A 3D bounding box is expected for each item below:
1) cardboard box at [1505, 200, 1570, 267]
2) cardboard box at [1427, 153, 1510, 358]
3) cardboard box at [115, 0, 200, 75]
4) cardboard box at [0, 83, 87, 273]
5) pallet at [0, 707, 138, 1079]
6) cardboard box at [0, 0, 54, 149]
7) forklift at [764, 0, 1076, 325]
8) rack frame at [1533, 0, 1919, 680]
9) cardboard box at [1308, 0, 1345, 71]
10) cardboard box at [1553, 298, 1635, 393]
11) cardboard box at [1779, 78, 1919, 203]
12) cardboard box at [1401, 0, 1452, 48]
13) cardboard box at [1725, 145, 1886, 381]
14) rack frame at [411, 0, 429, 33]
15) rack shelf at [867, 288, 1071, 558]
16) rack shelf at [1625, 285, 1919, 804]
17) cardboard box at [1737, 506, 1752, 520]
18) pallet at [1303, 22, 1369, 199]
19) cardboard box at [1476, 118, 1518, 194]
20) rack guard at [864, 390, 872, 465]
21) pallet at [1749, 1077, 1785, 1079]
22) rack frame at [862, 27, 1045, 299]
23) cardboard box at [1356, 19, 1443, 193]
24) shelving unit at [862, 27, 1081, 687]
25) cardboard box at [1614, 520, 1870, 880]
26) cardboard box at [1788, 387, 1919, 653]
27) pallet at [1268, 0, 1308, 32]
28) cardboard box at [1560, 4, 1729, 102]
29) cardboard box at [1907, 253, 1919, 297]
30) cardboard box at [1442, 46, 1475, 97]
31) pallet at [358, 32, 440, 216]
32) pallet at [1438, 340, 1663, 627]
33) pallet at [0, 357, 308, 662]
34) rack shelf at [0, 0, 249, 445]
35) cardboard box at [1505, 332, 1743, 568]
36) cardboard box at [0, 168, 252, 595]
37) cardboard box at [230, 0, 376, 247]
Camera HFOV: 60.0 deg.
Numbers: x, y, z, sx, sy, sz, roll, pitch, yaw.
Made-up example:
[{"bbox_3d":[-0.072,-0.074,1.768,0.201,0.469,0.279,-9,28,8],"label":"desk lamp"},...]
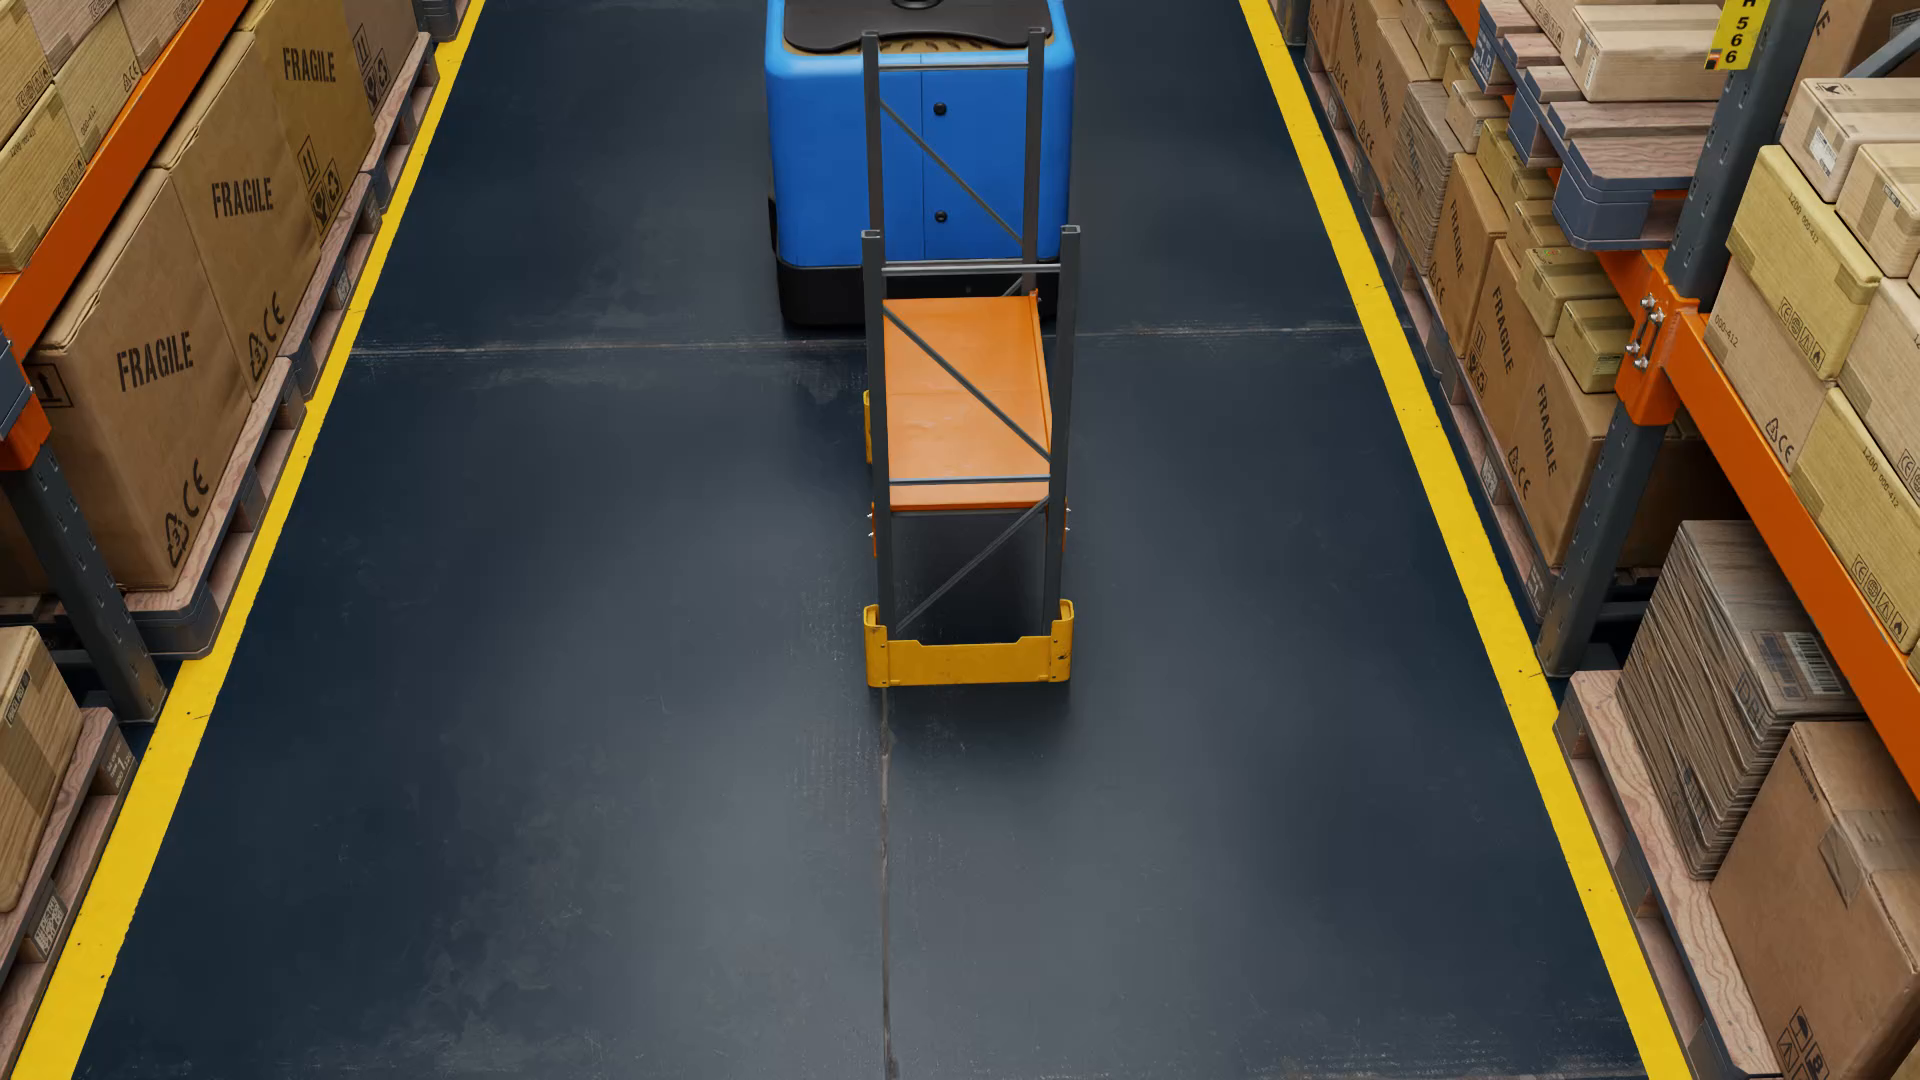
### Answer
[{"bbox_3d":[1.908,-0.918,5.091,0.380,0.149,0.250,-3,43,-3],"label":"cardboard box"},{"bbox_3d":[1.923,-0.961,5.618,0.500,0.500,0.500,0,43,0],"label":"cardboard box"},{"bbox_3d":[-2.593,-1.595,4.881,0.500,0.250,0.500,0,43,0],"label":"cardboard box"},{"bbox_3d":[-2.537,-0.895,4.117,0.500,0.250,0.500,-2,43,-3],"label":"cardboard box"},{"bbox_3d":[-2.736,0.943,4.065,1.003,0.211,1.213,-2,43,-2],"label":"pallet"},{"bbox_3d":[-2.542,-1.090,3.961,0.500,0.250,0.500,-2,43,-2],"label":"cardboard box"},{"bbox_3d":[-0.214,-2.839,6.178,1.130,2.935,3.031,-2,43,-3],"label":"forklift"},{"bbox_3d":[2.192,-0.757,3.856,1.000,3.000,0.127,-2,43,-2],"label":"rack frame"},{"bbox_3d":[1.817,-2.358,7.142,0.500,0.500,0.500,0,43,0],"label":"cardboard box"},{"bbox_3d":[1.918,-0.556,4.696,0.380,0.149,0.250,-4,43,-4],"label":"cardboard box"},{"bbox_3d":[1.911,-0.810,3.359,0.380,0.149,0.250,0,43,-1],"label":"cardboard box"},{"bbox_3d":[1.881,-1.968,6.236,0.380,0.149,0.250,-2,43,-2],"label":"cardboard box"},{"bbox_3d":[1.941,-0.579,3.403,0.500,0.250,0.500,-2,43,-2],"label":"cardboard box"},{"bbox_3d":[-2.937,-3.313,6.644,1.000,3.000,0.127,-2,43,-2],"label":"rack frame"},{"bbox_3d":[0.004,-0.363,4.802,0.538,0.185,1.000,-2,43,-2],"label":"rack shelf"},{"bbox_3d":[2.277,0.858,2.626,1.077,0.370,4.000,-2,43,-2],"label":"rack shelf"},{"bbox_3d":[2.454,-0.283,4.878,0.500,0.500,0.500,0,43,0],"label":"cardboard box"},{"bbox_3d":[2.094,-1.882,7.147,1.003,0.211,1.213,-2,43,-2],"label":"pallet"},{"bbox_3d":[1.931,-1.266,5.470,0.380,0.149,0.250,-2,43,-2],"label":"cardboard box"},{"bbox_3d":[-0.018,-0.377,5.476,0.587,0.250,0.087,-2,43,-2],"label":"rack guard"},{"bbox_3d":[2.236,1.649,3.294,1.003,0.211,1.213,-2,43,-2],"label":"pallet"},{"bbox_3d":[-0.018,-0.838,5.055,0.500,1.500,0.032,-2,43,-2],"label":"rack frame"},{"bbox_3d":[1.867,-1.662,6.382,0.500,0.500,0.500,-3,43,-3],"label":"cardboard box"},{"bbox_3d":[0.003,-0.501,4.687,0.587,1.500,1.083,-2,43,-2],"label":"shelving unit"},{"bbox_3d":[2.204,0.385,4.057,0.875,0.625,0.625,0,43,0],"label":"cardboard box"},{"bbox_3d":[1.983,-0.056,3.202,0.500,0.250,0.500,-2,43,-3],"label":"cardboard box"},{"bbox_3d":[1.993,-2.893,8.250,1.003,0.211,1.213,-2,43,-2],"label":"pallet"},{"bbox_3d":[1.780,-1.252,4.271,0.380,0.149,0.250,-1,43,-1],"label":"cardboard box"},{"bbox_3d":[1.960,-0.457,2.974,0.380,0.149,0.250,-1,43,-1],"label":"cardboard box"},{"bbox_3d":[1.930,-1.619,5.856,0.380,0.149,0.250,-1,43,-2],"label":"cardboard box"},{"bbox_3d":[-2.829,-1.766,7.020,1.003,0.211,1.213,-2,43,-2],"label":"pallet"},{"bbox_3d":[2.198,-0.234,5.349,1.003,0.211,1.213,-2,43,-2],"label":"pallet"},{"bbox_3d":[-2.726,-0.119,5.223,1.003,0.211,1.213,-2,43,-2],"label":"pallet"},{"bbox_3d":[-2.852,-1.697,5.414,1.077,0.370,4.000,-2,43,-2],"label":"rack shelf"},{"bbox_3d":[1.959,-0.270,4.864,0.500,0.500,0.500,-1,43,-1],"label":"cardboard box"},{"bbox_3d":[-2.714,-0.452,4.785,0.875,0.875,0.875,-2,43,-2],"label":"cardboard box"},{"bbox_3d":[-2.785,-1.658,6.101,0.875,0.875,0.875,-1,43,-1],"label":"cardboard box"}]
